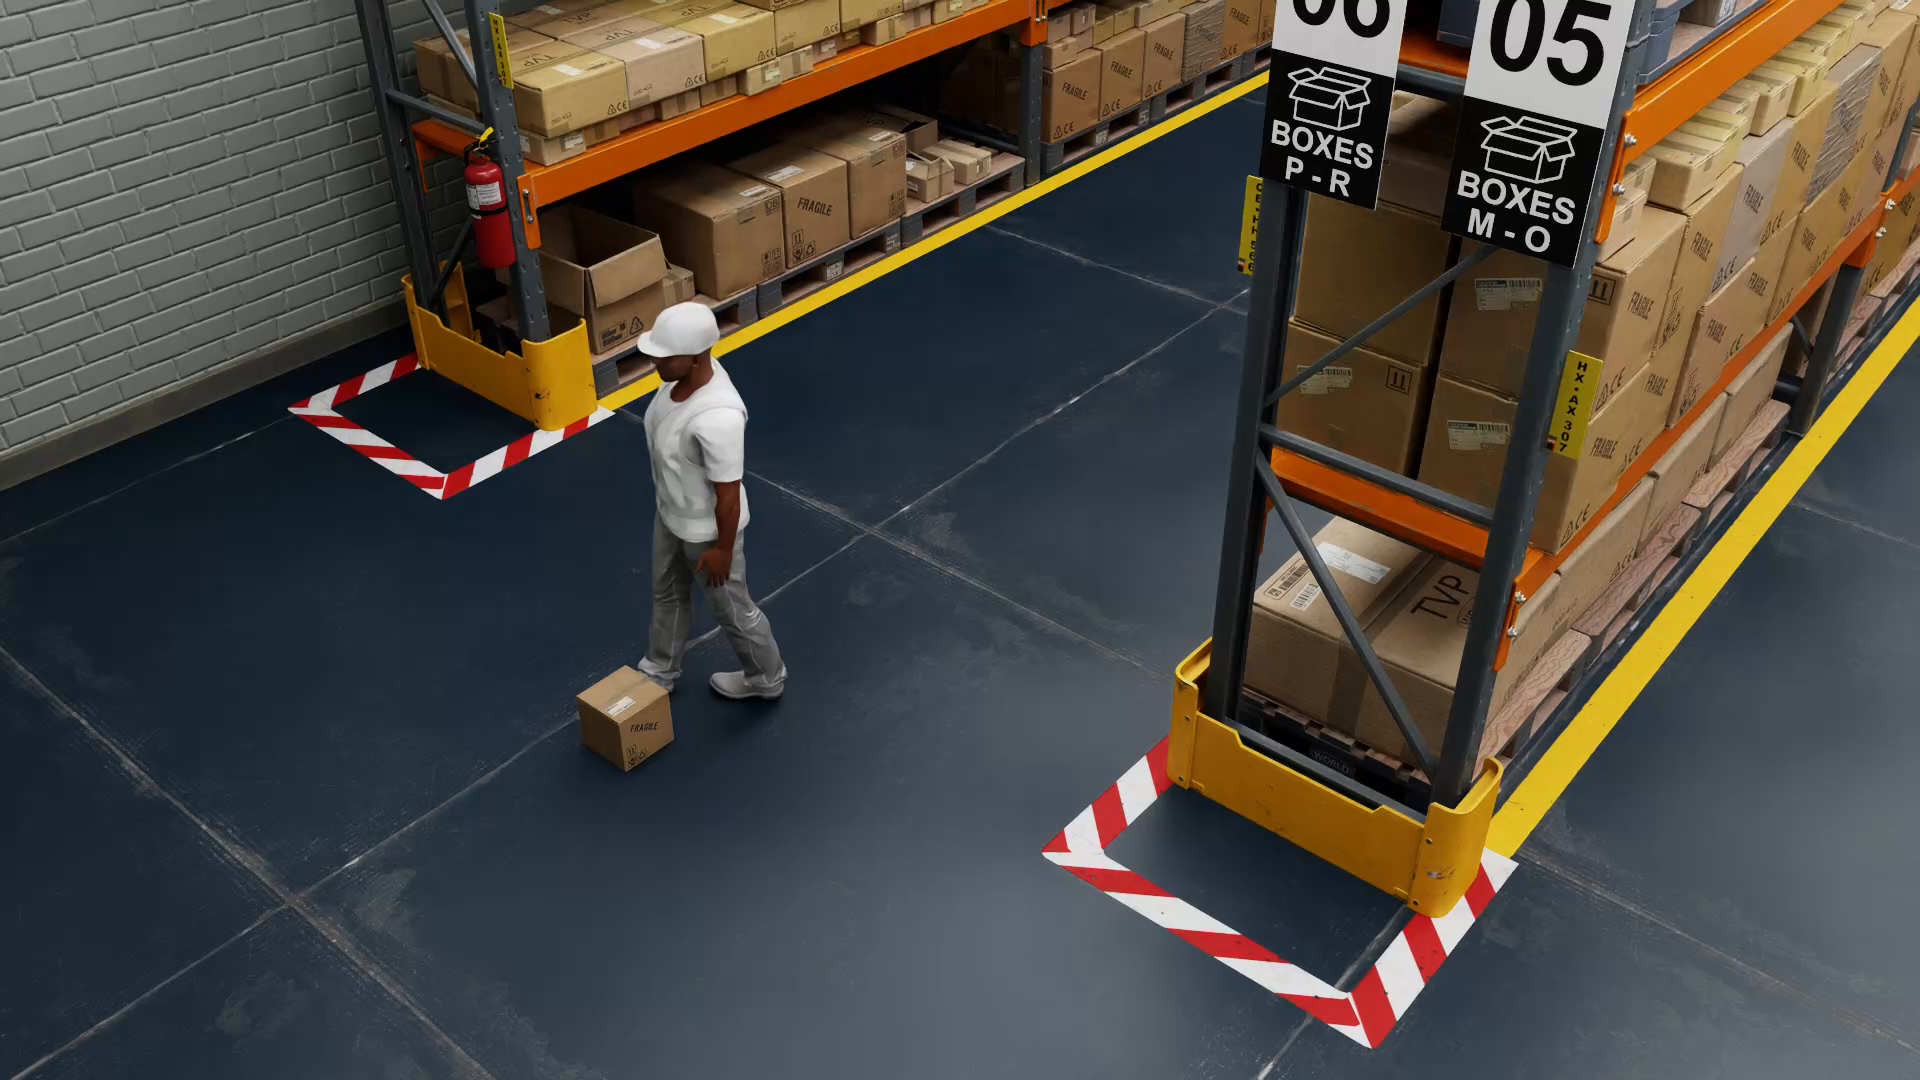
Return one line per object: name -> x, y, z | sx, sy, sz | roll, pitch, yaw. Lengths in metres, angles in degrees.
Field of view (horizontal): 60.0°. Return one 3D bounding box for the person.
person -> -1.068, -0.076, 6.232 | 0.716, 1.761, 0.587 | -15, 37, -20
